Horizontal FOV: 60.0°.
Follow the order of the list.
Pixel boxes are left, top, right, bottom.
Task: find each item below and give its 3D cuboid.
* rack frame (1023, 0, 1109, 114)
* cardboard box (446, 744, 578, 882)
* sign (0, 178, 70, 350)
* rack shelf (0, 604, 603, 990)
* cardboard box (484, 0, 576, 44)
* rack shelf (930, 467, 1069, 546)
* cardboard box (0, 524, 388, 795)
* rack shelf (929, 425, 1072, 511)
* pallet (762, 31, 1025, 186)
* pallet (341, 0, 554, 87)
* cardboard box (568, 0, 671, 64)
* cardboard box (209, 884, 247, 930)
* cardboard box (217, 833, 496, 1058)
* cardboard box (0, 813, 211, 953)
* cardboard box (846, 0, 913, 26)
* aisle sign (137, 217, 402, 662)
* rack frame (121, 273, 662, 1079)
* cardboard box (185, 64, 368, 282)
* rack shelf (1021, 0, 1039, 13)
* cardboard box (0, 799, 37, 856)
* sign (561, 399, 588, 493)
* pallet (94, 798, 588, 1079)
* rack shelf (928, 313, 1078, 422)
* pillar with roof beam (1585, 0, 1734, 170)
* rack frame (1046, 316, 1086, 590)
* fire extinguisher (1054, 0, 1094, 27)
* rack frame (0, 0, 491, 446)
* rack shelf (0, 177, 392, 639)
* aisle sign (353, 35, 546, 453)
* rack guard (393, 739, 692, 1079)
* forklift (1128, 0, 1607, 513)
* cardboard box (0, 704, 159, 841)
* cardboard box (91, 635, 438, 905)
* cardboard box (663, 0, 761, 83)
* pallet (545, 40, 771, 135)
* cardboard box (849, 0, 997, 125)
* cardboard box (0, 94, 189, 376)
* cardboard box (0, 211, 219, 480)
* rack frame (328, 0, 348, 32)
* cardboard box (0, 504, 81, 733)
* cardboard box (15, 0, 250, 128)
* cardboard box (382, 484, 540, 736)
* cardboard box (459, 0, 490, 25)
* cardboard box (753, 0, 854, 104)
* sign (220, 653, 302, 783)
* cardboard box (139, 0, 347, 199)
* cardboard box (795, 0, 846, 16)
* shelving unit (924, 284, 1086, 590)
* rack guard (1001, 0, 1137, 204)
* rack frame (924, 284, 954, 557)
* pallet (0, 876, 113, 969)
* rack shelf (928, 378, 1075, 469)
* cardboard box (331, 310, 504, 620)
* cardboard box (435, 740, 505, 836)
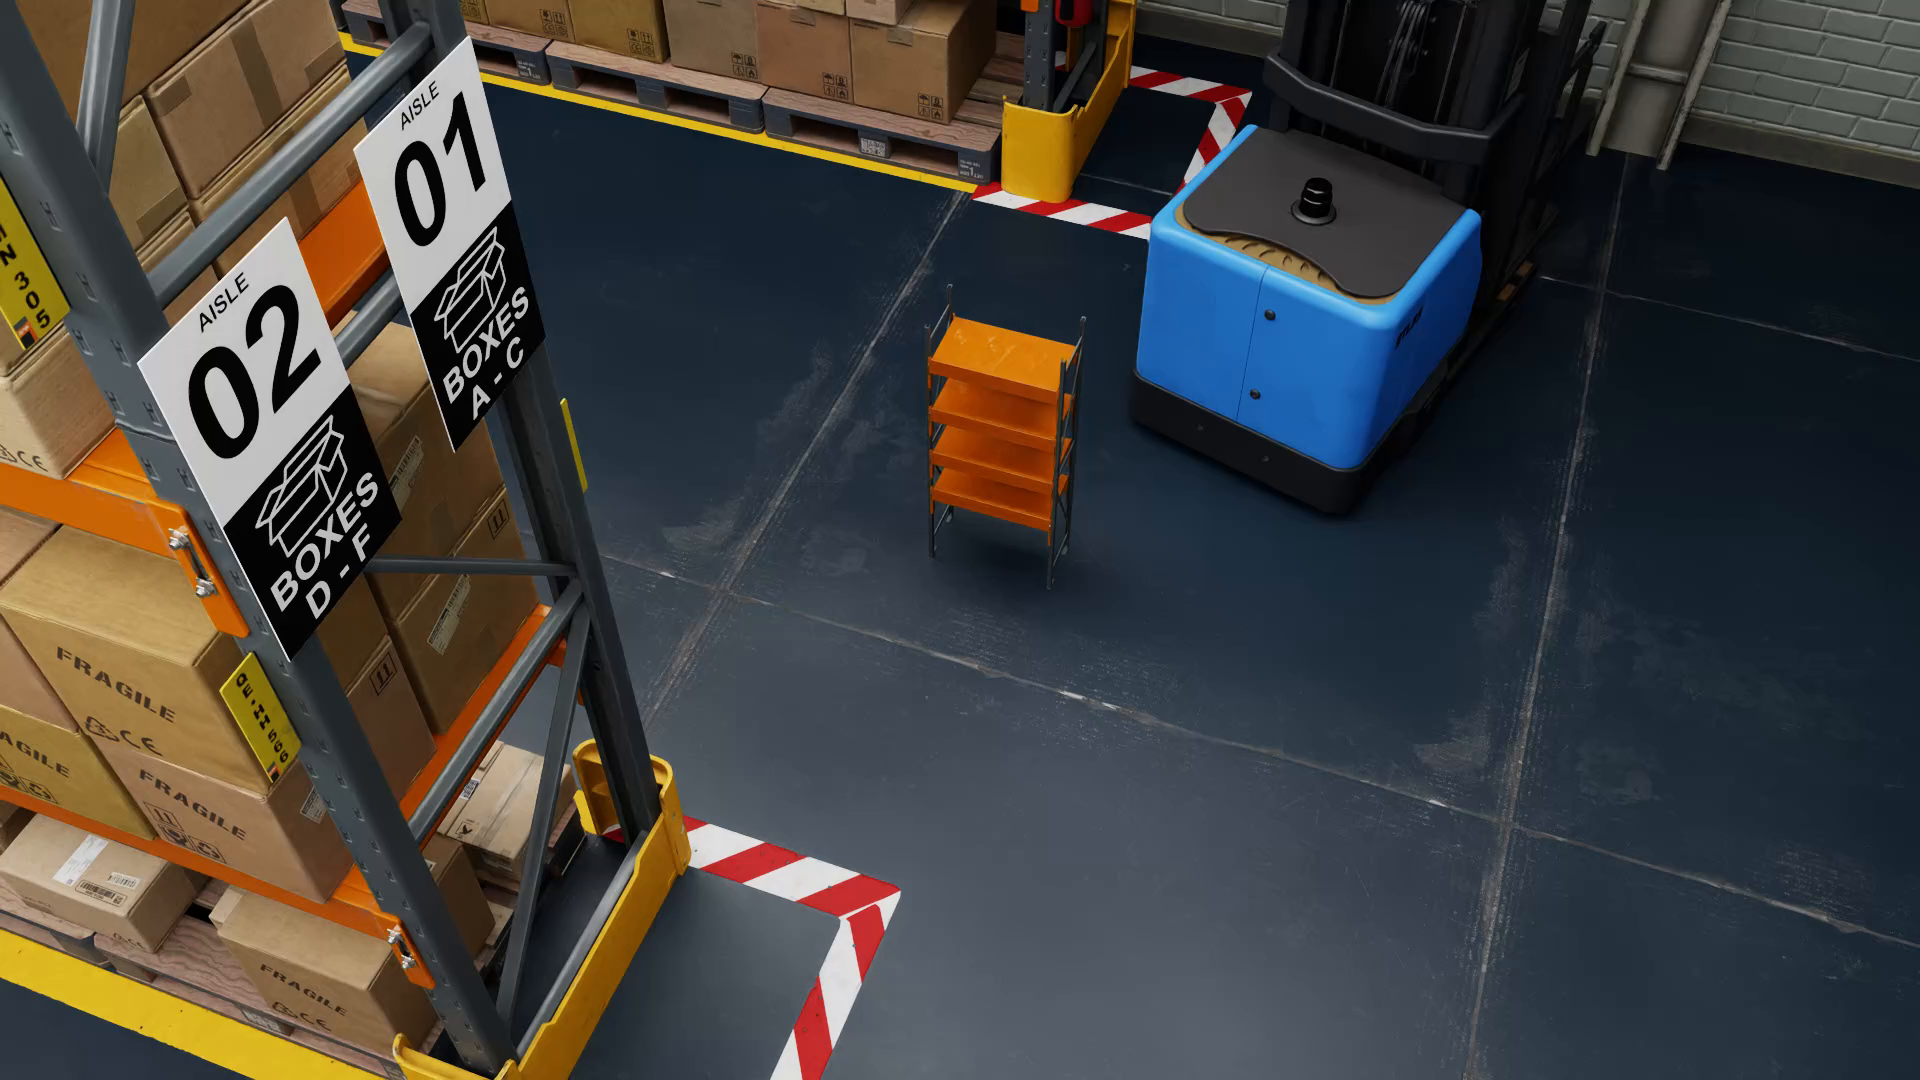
[{"bbox_3d":[0.522,-3.057,7.281,0.127,3.000,1.000,16,51,13],"label":"rack frame"},{"bbox_3d":[-1.465,0.892,5.454,0.250,0.149,0.380,16,51,13],"label":"cardboard box"},{"bbox_3d":[-1.402,-0.429,2.432,0.005,0.325,0.100,16,51,13],"label":"sign"},{"bbox_3d":[-3.067,0.167,4.963,4.000,0.370,1.077,16,51,13],"label":"rack shelf"},{"bbox_3d":[-2.094,-3.021,8.626,0.500,0.500,0.700,15,51,13],"label":"cardboard box"},{"bbox_3d":[0.155,-0.176,6.326,0.480,0.148,0.258,16,51,13],"label":"rack shelf"},{"bbox_3d":[-1.704,0.174,3.753,0.500,0.500,0.500,15,51,13],"label":"cardboard box"},{"bbox_3d":[0.155,-0.306,6.176,0.480,0.148,0.258,16,51,13],"label":"rack shelf"},{"bbox_3d":[-0.255,-2.298,8.468,1.213,0.211,1.003,16,51,13],"label":"pallet"},{"bbox_3d":[-2.544,-2.937,9.022,1.213,0.211,1.003,16,51,13],"label":"pallet"},{"bbox_3d":[-1.613,-2.885,8.508,0.500,0.500,0.700,17,51,14],"label":"cardboard box"},{"bbox_3d":[-2.135,1.102,5.261,0.250,0.166,0.380,16,51,13],"label":"cardboard box"},{"bbox_3d":[-1.786,1.162,4.987,0.500,0.500,0.500,16,51,13],"label":"cardboard box"},{"bbox_3d":[-2.667,0.974,5.316,0.500,0.250,0.500,16,51,13],"label":"cardboard box"},{"bbox_3d":[-0.353,-2.605,7.837,0.250,0.149,0.380,15,51,13],"label":"cardboard box"},{"bbox_3d":[-1.233,-0.161,3.051,0.004,0.787,0.394,16,51,13],"label":"aisle sign"},{"bbox_3d":[-1.191,0.455,4.237,0.127,3.000,1.000,16,51,13],"label":"rack frame"},{"bbox_3d":[-1.585,-0.793,3.433,0.500,0.250,0.500,16,51,13],"label":"cardboard box"},{"bbox_3d":[-1.354,-3.345,8.007,4.000,0.370,1.077,16,51,13],"label":"rack shelf"},{"bbox_3d":[-3.179,0.570,5.499,0.637,0.503,0.797,16,51,13],"label":"cardboard box"},{"bbox_3d":[-1.003,-0.213,4.243,0.005,0.325,0.100,16,51,13],"label":"sign"},{"bbox_3d":[-2.011,1.141,5.488,1.213,0.211,1.003,16,51,13],"label":"pallet"},{"bbox_3d":[0.155,-0.607,5.829,0.480,0.148,0.258,16,51,13],"label":"rack shelf"},{"bbox_3d":[1.863,-1.876,2.288,0.400,9.000,9.100,16,51,13],"label":"pillar with roof beam"},{"bbox_3d":[0.384,-0.286,6.070,0.015,1.200,0.240,16,51,13],"label":"rack frame"},{"bbox_3d":[0.504,-2.543,7.134,0.183,0.674,0.296,16,51,13],"label":"fire extinguisher"},{"bbox_3d":[-1.191,-1.509,1.970,0.127,3.000,1.000,16,51,13],"label":"rack frame"},{"bbox_3d":[-3.067,-0.815,3.829,4.000,0.370,1.077,16,51,13],"label":"rack shelf"},{"bbox_3d":[-1.025,-0.586,3.419,0.004,0.787,0.394,16,51,13],"label":"aisle sign"},{"bbox_3d":[-1.262,1.254,5.199,0.348,0.500,1.175,16,51,13],"label":"rack guard"},{"bbox_3d":[1.970,-2.150,6.540,1.130,2.935,3.031,28,55,22],"label":"forklift"},{"bbox_3d":[-2.193,0.365,4.249,0.500,0.500,0.500,16,51,13],"label":"cardboard box"},{"bbox_3d":[-1.706,0.498,4.134,0.500,0.500,0.500,17,51,14],"label":"cardboard box"},{"bbox_3d":[-1.111,-2.751,8.392,0.500,0.500,0.700,14,51,12],"label":"cardboard box"},{"bbox_3d":[-1.396,-2.618,8.746,1.213,0.211,1.003,16,51,13],"label":"pallet"},{"bbox_3d":[-0.169,-2.488,8.164,0.500,0.500,0.700,16,51,13],"label":"cardboard box"},{"bbox_3d":[-1.761,-0.595,2.931,0.500,0.250,0.500,16,51,13],"label":"cardboard box"},{"bbox_3d":[-1.764,-0.426,3.115,0.500,0.250,0.500,16,51,13],"label":"cardboard box"},{"bbox_3d":[-3.230,-4.104,8.189,0.127,3.000,1.000,16,51,13],"label":"rack frame"},{"bbox_3d":[-2.178,0.042,3.868,0.500,0.500,0.500,17,51,14],"label":"cardboard box"},{"bbox_3d":[-1.679,-1.010,2.794,0.500,0.500,0.700,16,51,13],"label":"cardboard box"},{"bbox_3d":[-1.516,0.120,4.462,0.500,0.500,0.500,17,51,14],"label":"cardboard box"},{"bbox_3d":[-2.564,-3.155,8.742,0.500,0.500,0.700,16,51,14],"label":"cardboard box"},{"bbox_3d":[-0.639,-2.619,8.278,0.500,0.500,0.700,15,51,13],"label":"cardboard box"},{"bbox_3d":[-1.402,0.361,3.344,0.005,0.325,0.100,16,51,13],"label":"sign"},{"bbox_3d":[-1.583,-0.961,3.248,0.500,0.250,0.500,16,51,13],"label":"cardboard box"},{"bbox_3d":[-0.593,-2.672,7.894,0.250,0.149,0.380,17,51,14],"label":"cardboard box"},{"bbox_3d":[0.155,-0.350,6.126,0.503,1.200,0.258,16,51,13],"label":"shelving unit"},{"bbox_3d":[0.545,-2.232,8.220,0.348,0.500,1.175,16,51,13],"label":"rack guard"},{"bbox_3d":[-0.074,-0.414,6.181,0.015,1.200,0.240,16,51,13],"label":"rack frame"},{"bbox_3d":[-3.151,0.820,5.766,1.213,0.211,1.003,16,51,13],"label":"pallet"},{"bbox_3d":[0.155,-0.452,6.007,0.480,0.148,0.258,16,51,13],"label":"rack shelf"},{"bbox_3d":[-1.516,-0.208,4.084,0.500,0.500,0.500,17,51,14],"label":"cardboard box"},{"bbox_3d":[-1.699,0.821,5.504,0.250,0.166,0.380,16,51,13],"label":"cardboard box"}]
